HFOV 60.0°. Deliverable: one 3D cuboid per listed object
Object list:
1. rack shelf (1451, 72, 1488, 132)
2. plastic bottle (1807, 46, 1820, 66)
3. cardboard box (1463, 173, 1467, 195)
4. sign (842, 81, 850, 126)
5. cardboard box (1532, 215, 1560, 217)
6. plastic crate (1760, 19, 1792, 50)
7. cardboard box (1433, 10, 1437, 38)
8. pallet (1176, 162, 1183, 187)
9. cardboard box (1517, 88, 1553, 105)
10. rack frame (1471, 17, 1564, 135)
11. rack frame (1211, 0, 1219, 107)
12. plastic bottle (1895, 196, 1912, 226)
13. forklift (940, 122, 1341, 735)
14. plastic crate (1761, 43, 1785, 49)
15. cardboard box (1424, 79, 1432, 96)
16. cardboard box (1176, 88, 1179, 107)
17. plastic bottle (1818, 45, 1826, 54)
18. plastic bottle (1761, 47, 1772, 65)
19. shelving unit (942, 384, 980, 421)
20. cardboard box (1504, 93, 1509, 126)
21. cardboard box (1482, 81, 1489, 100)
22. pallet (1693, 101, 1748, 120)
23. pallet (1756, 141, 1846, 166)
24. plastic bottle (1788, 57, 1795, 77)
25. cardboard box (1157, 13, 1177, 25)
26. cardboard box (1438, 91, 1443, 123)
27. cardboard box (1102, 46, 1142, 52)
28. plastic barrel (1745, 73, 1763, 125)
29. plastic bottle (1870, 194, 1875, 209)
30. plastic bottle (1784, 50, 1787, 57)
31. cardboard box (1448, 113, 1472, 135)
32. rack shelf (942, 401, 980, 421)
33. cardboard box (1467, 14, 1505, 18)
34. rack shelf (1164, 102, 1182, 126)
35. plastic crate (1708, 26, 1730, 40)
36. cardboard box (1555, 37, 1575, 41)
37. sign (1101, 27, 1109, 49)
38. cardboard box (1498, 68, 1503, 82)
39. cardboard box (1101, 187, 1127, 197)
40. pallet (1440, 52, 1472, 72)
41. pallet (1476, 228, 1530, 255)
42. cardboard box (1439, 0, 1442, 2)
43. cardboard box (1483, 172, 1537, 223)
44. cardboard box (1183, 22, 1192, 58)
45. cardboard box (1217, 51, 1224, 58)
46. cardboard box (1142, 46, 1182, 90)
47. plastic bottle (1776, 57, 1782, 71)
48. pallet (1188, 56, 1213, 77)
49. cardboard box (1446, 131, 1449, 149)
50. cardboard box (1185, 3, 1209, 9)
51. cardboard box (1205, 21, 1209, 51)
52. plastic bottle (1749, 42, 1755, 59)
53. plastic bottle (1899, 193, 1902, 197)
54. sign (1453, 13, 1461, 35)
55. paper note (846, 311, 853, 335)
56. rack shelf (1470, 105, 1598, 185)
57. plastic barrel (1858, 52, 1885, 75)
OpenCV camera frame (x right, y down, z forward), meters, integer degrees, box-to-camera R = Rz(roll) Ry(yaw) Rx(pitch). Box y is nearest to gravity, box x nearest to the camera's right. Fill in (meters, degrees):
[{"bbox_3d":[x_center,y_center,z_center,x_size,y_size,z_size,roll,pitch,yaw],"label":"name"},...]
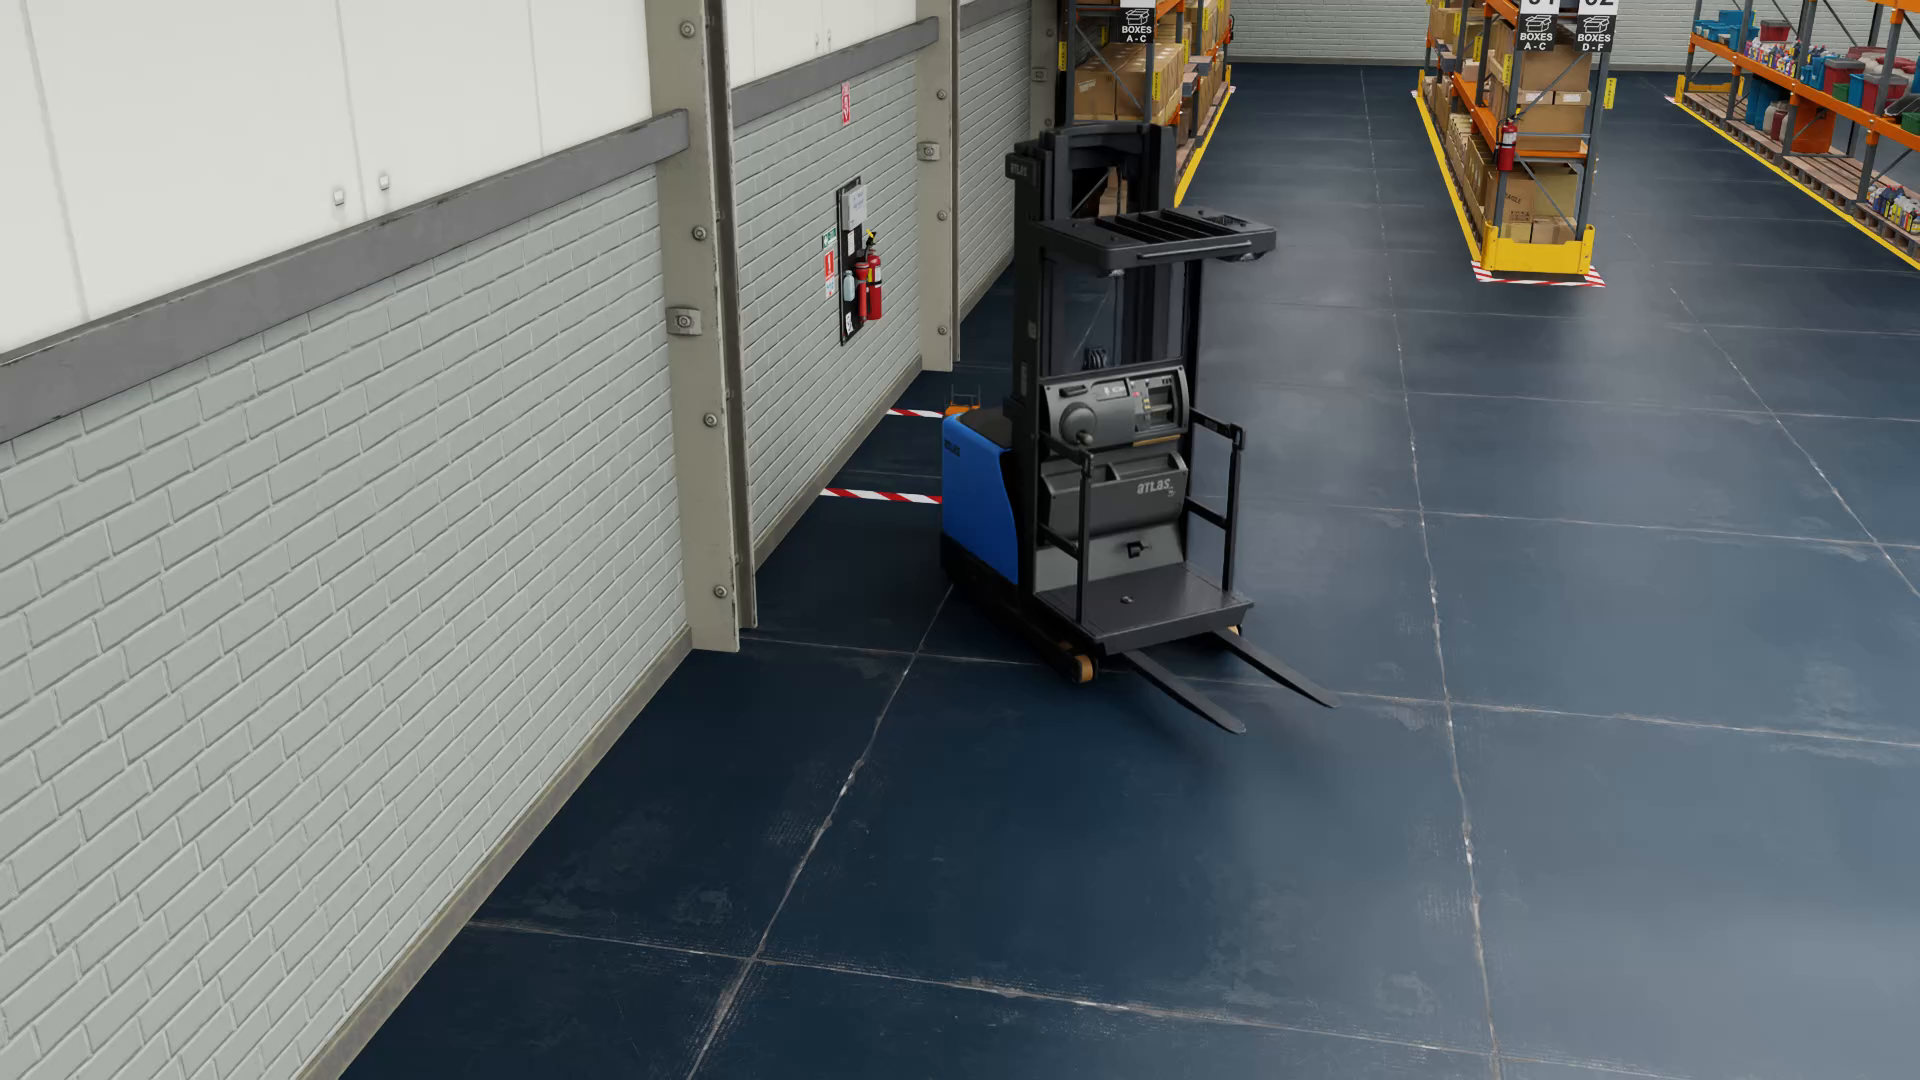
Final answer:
[{"bbox_3d":[7.811,-6.369,24.116,1.077,0.370,4.000,4,22,11],"label":"rack shelf"},{"bbox_3d":[13.615,-7.694,26.508,0.144,0.351,0.185,4,22,11],"label":"plastic bottle"},{"bbox_3d":[7.011,-4.745,22.237,0.500,0.250,0.500,4,22,11],"label":"cardboard box"},{"bbox_3d":[-0.833,-3.192,12.160,0.001,0.298,0.199,4,22,11],"label":"sign"},{"bbox_3d":[7.012,-3.790,19.868,0.500,0.250,0.500,4,22,11],"label":"cardboard box"},{"bbox_3d":[14.311,-8.883,29.230,0.402,0.464,0.583,4,22,11],"label":"plastic crate"},{"bbox_3d":[9.194,-9.709,31.313,0.500,0.500,0.500,5,22,12],"label":"cardboard box"},{"bbox_3d":[2.710,-5.339,24.328,1.003,0.211,1.213,4,22,11],"label":"pallet"},{"bbox_3d":[6.478,-5.010,18.777,0.380,0.149,0.250,4,22,10],"label":"cardboard box"},{"bbox_3d":[7.403,-5.972,22.166,1.000,3.000,0.127,4,22,11],"label":"rack frame"},{"bbox_3d":[4.185,-9.274,30.365,1.000,3.000,0.127,4,22,11],"label":"rack frame"},{"bbox_3d":[11.517,-4.012,20.257,0.144,0.351,0.185,5,23,13],"label":"plastic bottle"},{"bbox_3d":[0.993,-0.740,9.269,1.130,2.935,3.031,-11,24,-25],"label":"forklift"},{"bbox_3d":[14.118,-8.583,28.923,0.396,0.136,0.243,4,22,11],"label":"plastic crate"},{"bbox_3d":[9.259,-8.746,32.146,0.500,0.250,0.500,4,22,11],"label":"cardboard box"},{"bbox_3d":[2.643,-5.910,22.186,0.500,0.250,0.500,5,22,11],"label":"cardboard box"},{"bbox_3d":[13.791,-7.732,26.602,0.144,0.351,0.185,4,22,11],"label":"plastic bottle"},{"bbox_3d":[13.180,-7.897,27.113,0.152,0.276,0.135,4,22,11],"label":"plastic bottle"},{"bbox_3d":[0.011,-0.507,11.206,0.215,1.050,0.252,4,22,11],"label":"shelving unit"},{"bbox_3d":[6.904,-5.098,19.864,0.700,0.500,0.500,5,22,11],"label":"cardboard box"},{"bbox_3d":[7.402,-6.245,23.024,0.396,0.266,0.258,4,22,10],"label":"cardboard box"},{"bbox_3d":[14.242,-7.944,30.797,1.003,0.211,1.213,4,22,11],"label":"pallet"},{"bbox_3d":[13.187,-6.054,26.102,1.003,0.211,1.213,4,22,11],"label":"pallet"},{"bbox_3d":[12.779,-7.266,25.537,0.061,0.283,0.133,4,22,11],"label":"plastic bottle"},{"bbox_3d":[3.276,-8.115,25.897,0.380,0.149,0.250,1,22,2],"label":"cardboard box"},{"bbox_3d":[8.491,-7.406,28.483,0.500,0.500,0.500,5,22,12],"label":"cardboard box"},{"bbox_3d":[2.143,-6.291,22.128,0.500,0.500,0.500,4,22,11],"label":"cardboard box"},{"bbox_3d":[13.756,-7.542,28.312,0.600,0.901,0.708,4,22,11],"label":"plastic barrel"},{"bbox_3d":[11.715,-4.341,21.274,0.097,0.201,0.097,0,22,0],"label":"plastic bottle"},{"bbox_3d":[13.144,-7.657,26.506,0.061,0.283,0.133,4,22,11],"label":"plastic bottle"},{"bbox_3d":[7.824,-6.445,25.709,0.500,0.311,0.500,5,23,13],"label":"cardboard box"},{"bbox_3d":[0.011,-0.760,11.104,0.215,0.259,0.240,4,22,11],"label":"rack shelf"},{"bbox_3d":[8.735,-8.488,27.717,0.700,0.500,0.500,-1,22,-3],"label":"cardboard box"},{"bbox_3d":[2.144,-5.283,21.418,1.077,0.370,4.000,4,22,11],"label":"rack shelf"},{"bbox_3d":[14.058,-9.385,30.784,0.416,0.233,0.300,4,22,11],"label":"plastic crate"},{"bbox_3d":[6.807,-5.539,19.221,0.700,0.500,0.500,4,22,10],"label":"cardboard box"},{"bbox_3d":[2.008,-6.926,22.986,0.100,0.325,0.005,4,22,11],"label":"sign"},{"bbox_3d":[6.899,-5.764,20.648,0.380,0.149,0.250,4,22,9],"label":"cardboard box"},{"bbox_3d":[2.082,-4.297,21.017,0.500,0.311,0.500,6,23,15],"label":"cardboard box"},{"bbox_3d":[8.288,-7.599,26.463,1.213,0.211,1.003,4,22,11],"label":"pallet"},{"bbox_3d":[6.702,-3.498,19.757,1.003,0.211,1.213,4,22,11],"label":"pallet"},{"bbox_3d":[8.987,-9.800,30.199,0.500,0.500,0.500,4,22,10],"label":"cardboard box"},{"bbox_3d":[6.405,-3.995,19.372,0.500,0.500,0.500,4,22,11],"label":"cardboard box"},{"bbox_3d":[3.283,-7.889,26.203,0.700,0.500,0.500,2,22,5],"label":"cardboard box"},{"bbox_3d":[5.108,-9.748,33.459,0.380,0.149,0.250,4,22,10],"label":"cardboard box"},{"bbox_3d":[2.662,-6.256,22.042,0.500,0.500,0.500,4,22,11],"label":"cardboard box"},{"bbox_3d":[12.960,-7.518,26.272,0.097,0.201,0.097,0,22,0],"label":"plastic bottle"},{"bbox_3d":[3.328,-7.453,26.101,1.213,0.211,1.003,4,22,11],"label":"pallet"},{"bbox_3d":[7.824,-6.185,25.813,0.500,0.250,0.500,4,22,11],"label":"cardboard box"},{"bbox_3d":[3.823,-8.695,27.366,0.500,0.250,0.500,4,22,10],"label":"cardboard box"},{"bbox_3d":[3.834,-8.353,27.521,0.500,0.500,0.500,5,23,13],"label":"cardboard box"},{"bbox_3d":[13.338,-8.229,27.944,0.097,0.271,0.097,0,22,0],"label":"plastic bottle"},{"bbox_3d":[11.769,-4.205,20.844,0.097,0.271,0.097,0,22,0],"label":"plastic bottle"},{"bbox_3d":[7.686,-7.973,25.691,0.100,0.325,0.005,4,22,11],"label":"sign"},{"bbox_3d":[-0.837,-1.644,12.599,0.016,0.148,0.142,4,22,11],"label":"paper note"},{"bbox_3d":[6.995,-4.907,20.484,1.077,0.370,4.000,4,22,11],"label":"rack shelf"},{"bbox_3d":[13.066,-6.715,23.862,0.421,0.512,0.421,0,22,0],"label":"plastic barrel"}]
